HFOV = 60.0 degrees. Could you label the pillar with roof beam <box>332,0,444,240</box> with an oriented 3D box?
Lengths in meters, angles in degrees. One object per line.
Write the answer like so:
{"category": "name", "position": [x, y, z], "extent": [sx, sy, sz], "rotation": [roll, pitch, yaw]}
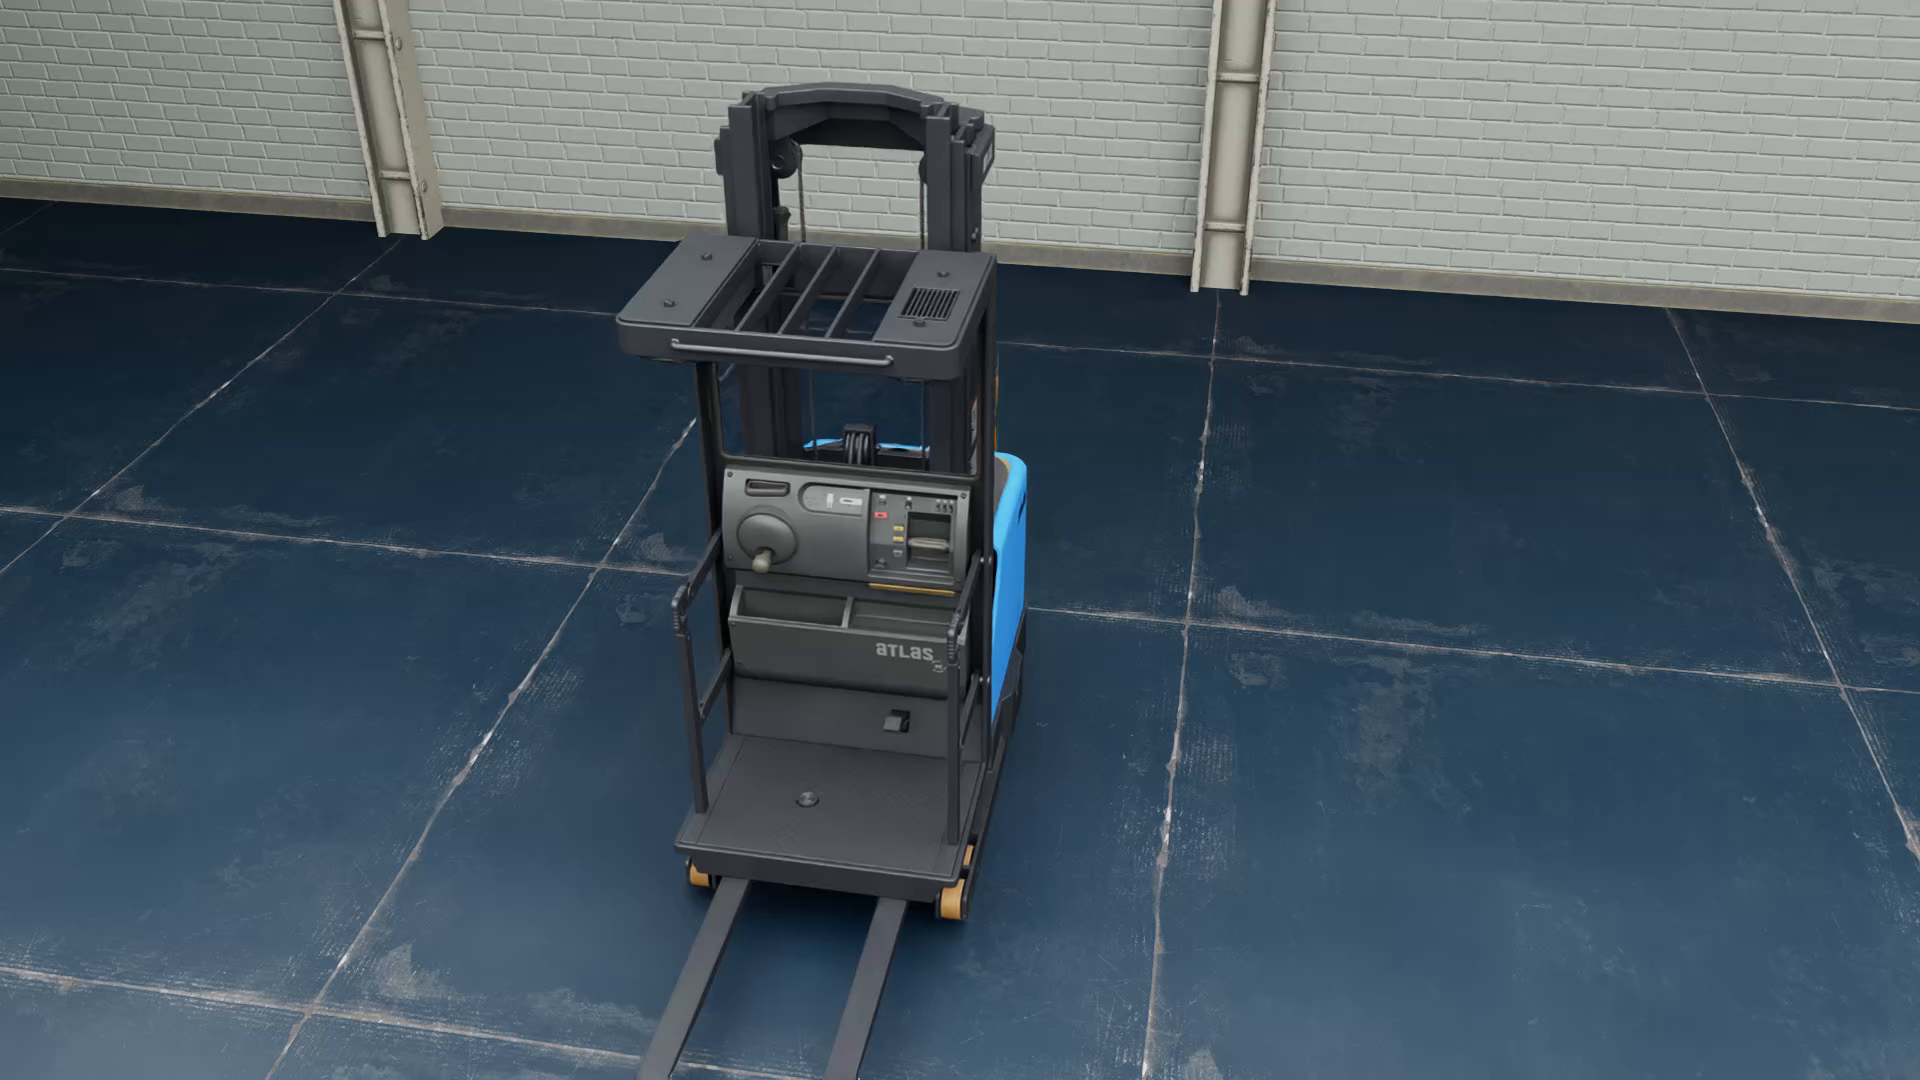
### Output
{"category": "pillar with roof beam", "position": [-4.827, -3.881, 6.468], "extent": [0.400, 9.000, 9.100], "rotation": [5, 32, 8]}

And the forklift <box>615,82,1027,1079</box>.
{"category": "forklift", "position": [-0.462, 0.010, 5.971], "extent": [1.130, 2.935, 3.031], "rotation": [6, 32, 9]}

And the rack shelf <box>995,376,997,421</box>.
{"category": "rack shelf", "position": [0.053, -0.672, 8.319], "extent": [0.240, 0.259, 0.215], "rotation": [5, 32, 8]}

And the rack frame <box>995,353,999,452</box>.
{"category": "rack frame", "position": [0.173, -0.429, 8.446], "extent": [0.008, 1.050, 0.200], "rotation": [5, 32, 8]}

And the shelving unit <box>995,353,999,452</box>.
{"category": "shelving unit", "position": [0.053, -0.440, 8.464], "extent": [0.252, 1.050, 0.215], "rotation": [5, 32, 8]}

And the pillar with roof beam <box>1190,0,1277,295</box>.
{"category": "pillar with roof beam", "position": [1.087, -3.345, 5.612], "extent": [0.400, 9.000, 9.100], "rotation": [5, 32, 8]}
